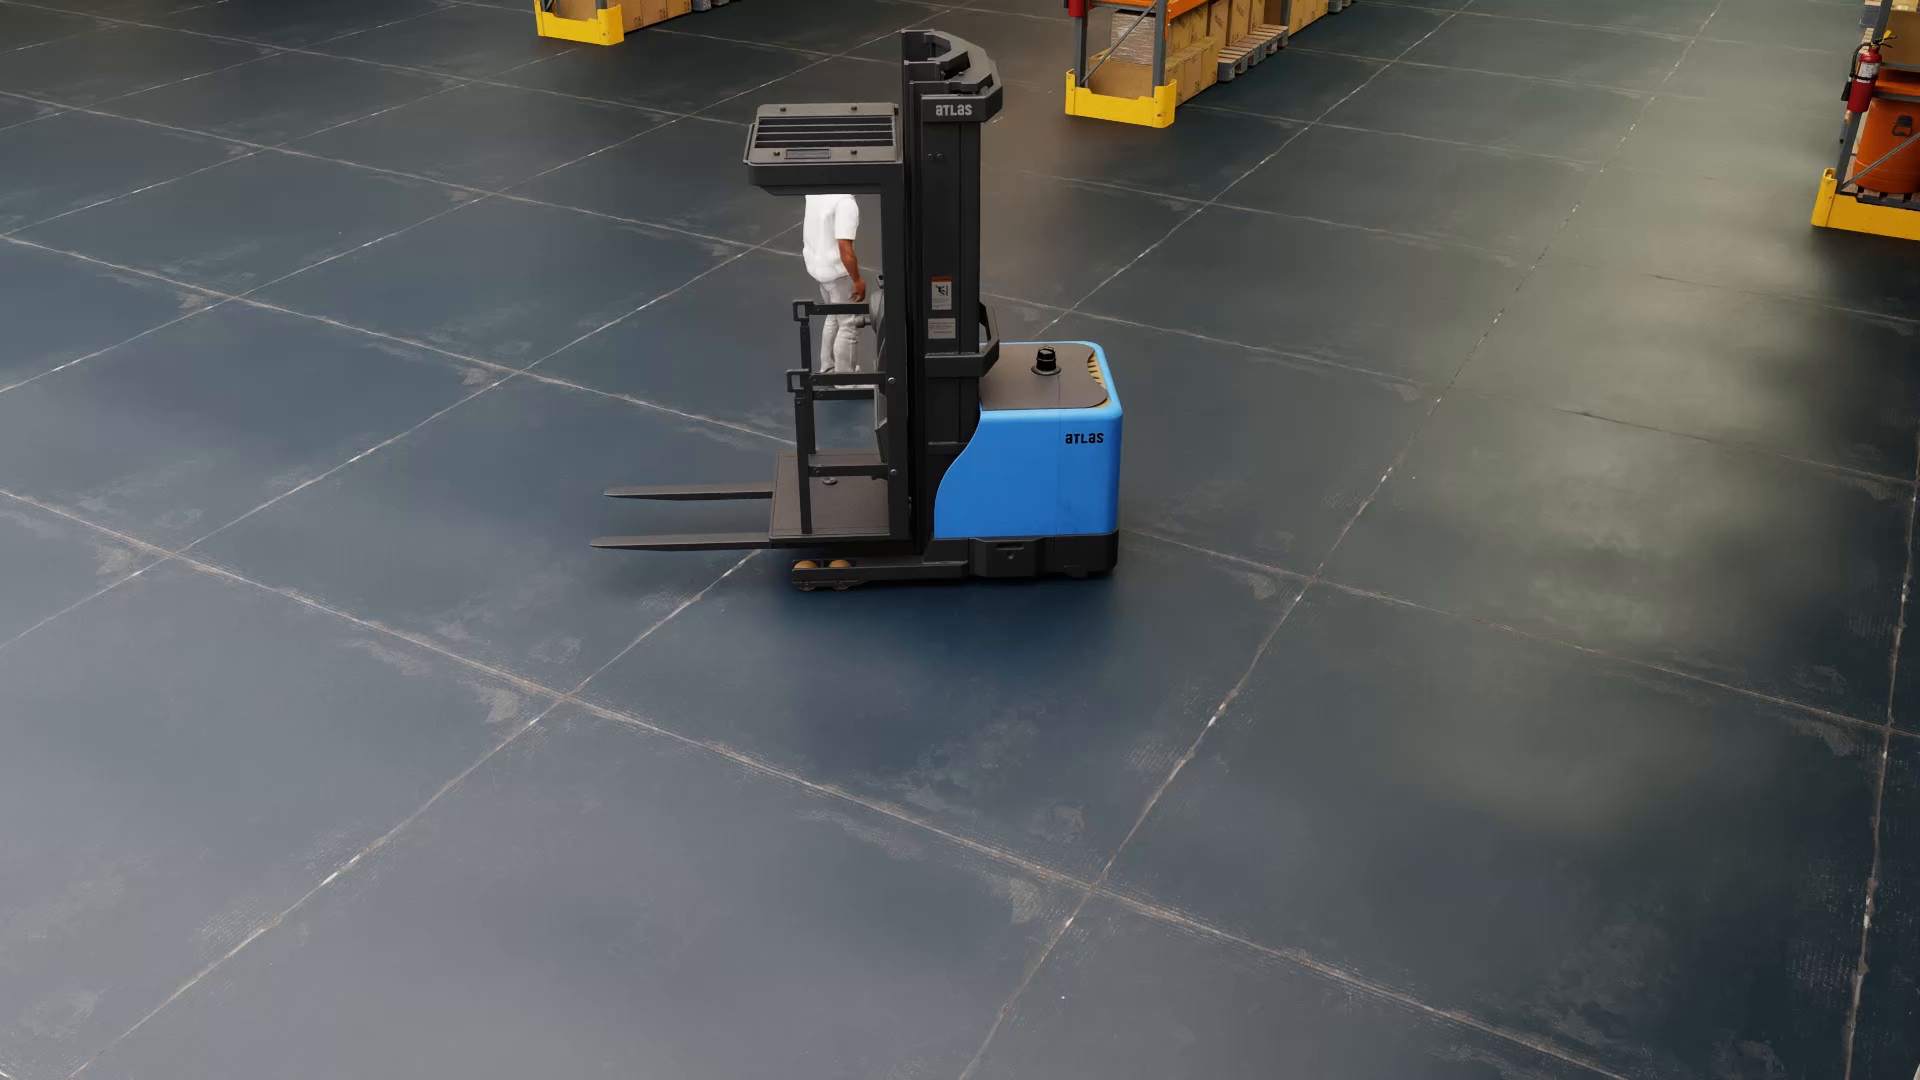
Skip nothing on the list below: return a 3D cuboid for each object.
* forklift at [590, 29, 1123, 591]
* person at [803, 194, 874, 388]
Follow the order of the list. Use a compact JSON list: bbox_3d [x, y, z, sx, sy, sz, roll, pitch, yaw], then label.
[{"bbox_3d":[-0.624,-1.253,9.241,3.031,2.935,1.130,-2,30,-3],"label":"forklift"},{"bbox_3d":[-0.829,-1.881,11.505,0.458,1.760,0.635,-13,32,-21],"label":"person"}]
